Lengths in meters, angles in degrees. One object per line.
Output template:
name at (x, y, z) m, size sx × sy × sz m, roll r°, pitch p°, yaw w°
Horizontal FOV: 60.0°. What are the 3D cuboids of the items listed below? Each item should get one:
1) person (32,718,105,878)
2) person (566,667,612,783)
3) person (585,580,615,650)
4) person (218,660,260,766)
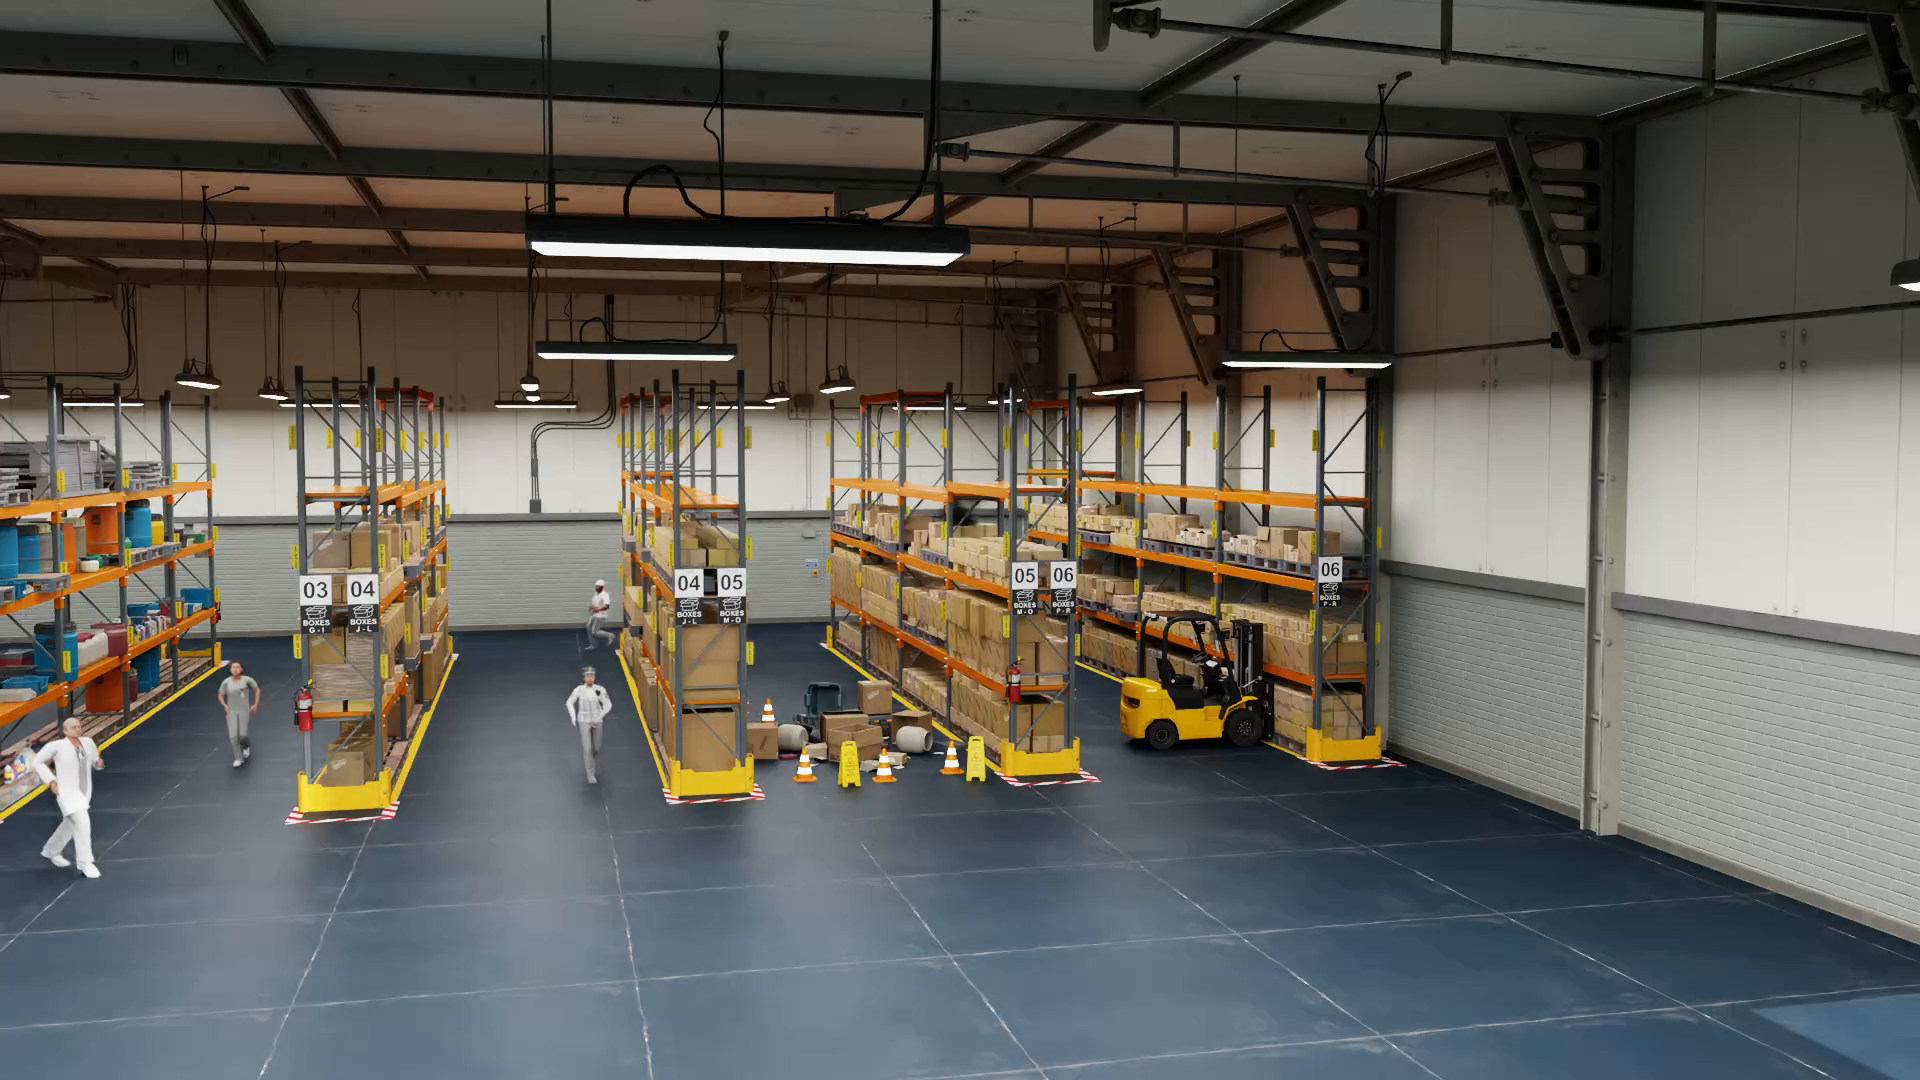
person at (-10.269, 2.967, 19.279) m, size 0.876 × 1.839 × 0.673 m, roll 1°, pitch 4°, yaw 18°
person at (-5.461, 2.697, 24.522) m, size 0.642 × 1.659 × 0.837 m, roll -1°, pitch 4°, yaw -20°
person at (-8.608, 1.794, 39.845) m, size 0.660 × 1.693 × 0.720 m, roll -2°, pitch 4°, yaw -30°
person at (-11.130, 2.660, 25.677) m, size 0.596 × 1.630 × 0.588 m, roll -1°, pitch 4°, yaw -17°
